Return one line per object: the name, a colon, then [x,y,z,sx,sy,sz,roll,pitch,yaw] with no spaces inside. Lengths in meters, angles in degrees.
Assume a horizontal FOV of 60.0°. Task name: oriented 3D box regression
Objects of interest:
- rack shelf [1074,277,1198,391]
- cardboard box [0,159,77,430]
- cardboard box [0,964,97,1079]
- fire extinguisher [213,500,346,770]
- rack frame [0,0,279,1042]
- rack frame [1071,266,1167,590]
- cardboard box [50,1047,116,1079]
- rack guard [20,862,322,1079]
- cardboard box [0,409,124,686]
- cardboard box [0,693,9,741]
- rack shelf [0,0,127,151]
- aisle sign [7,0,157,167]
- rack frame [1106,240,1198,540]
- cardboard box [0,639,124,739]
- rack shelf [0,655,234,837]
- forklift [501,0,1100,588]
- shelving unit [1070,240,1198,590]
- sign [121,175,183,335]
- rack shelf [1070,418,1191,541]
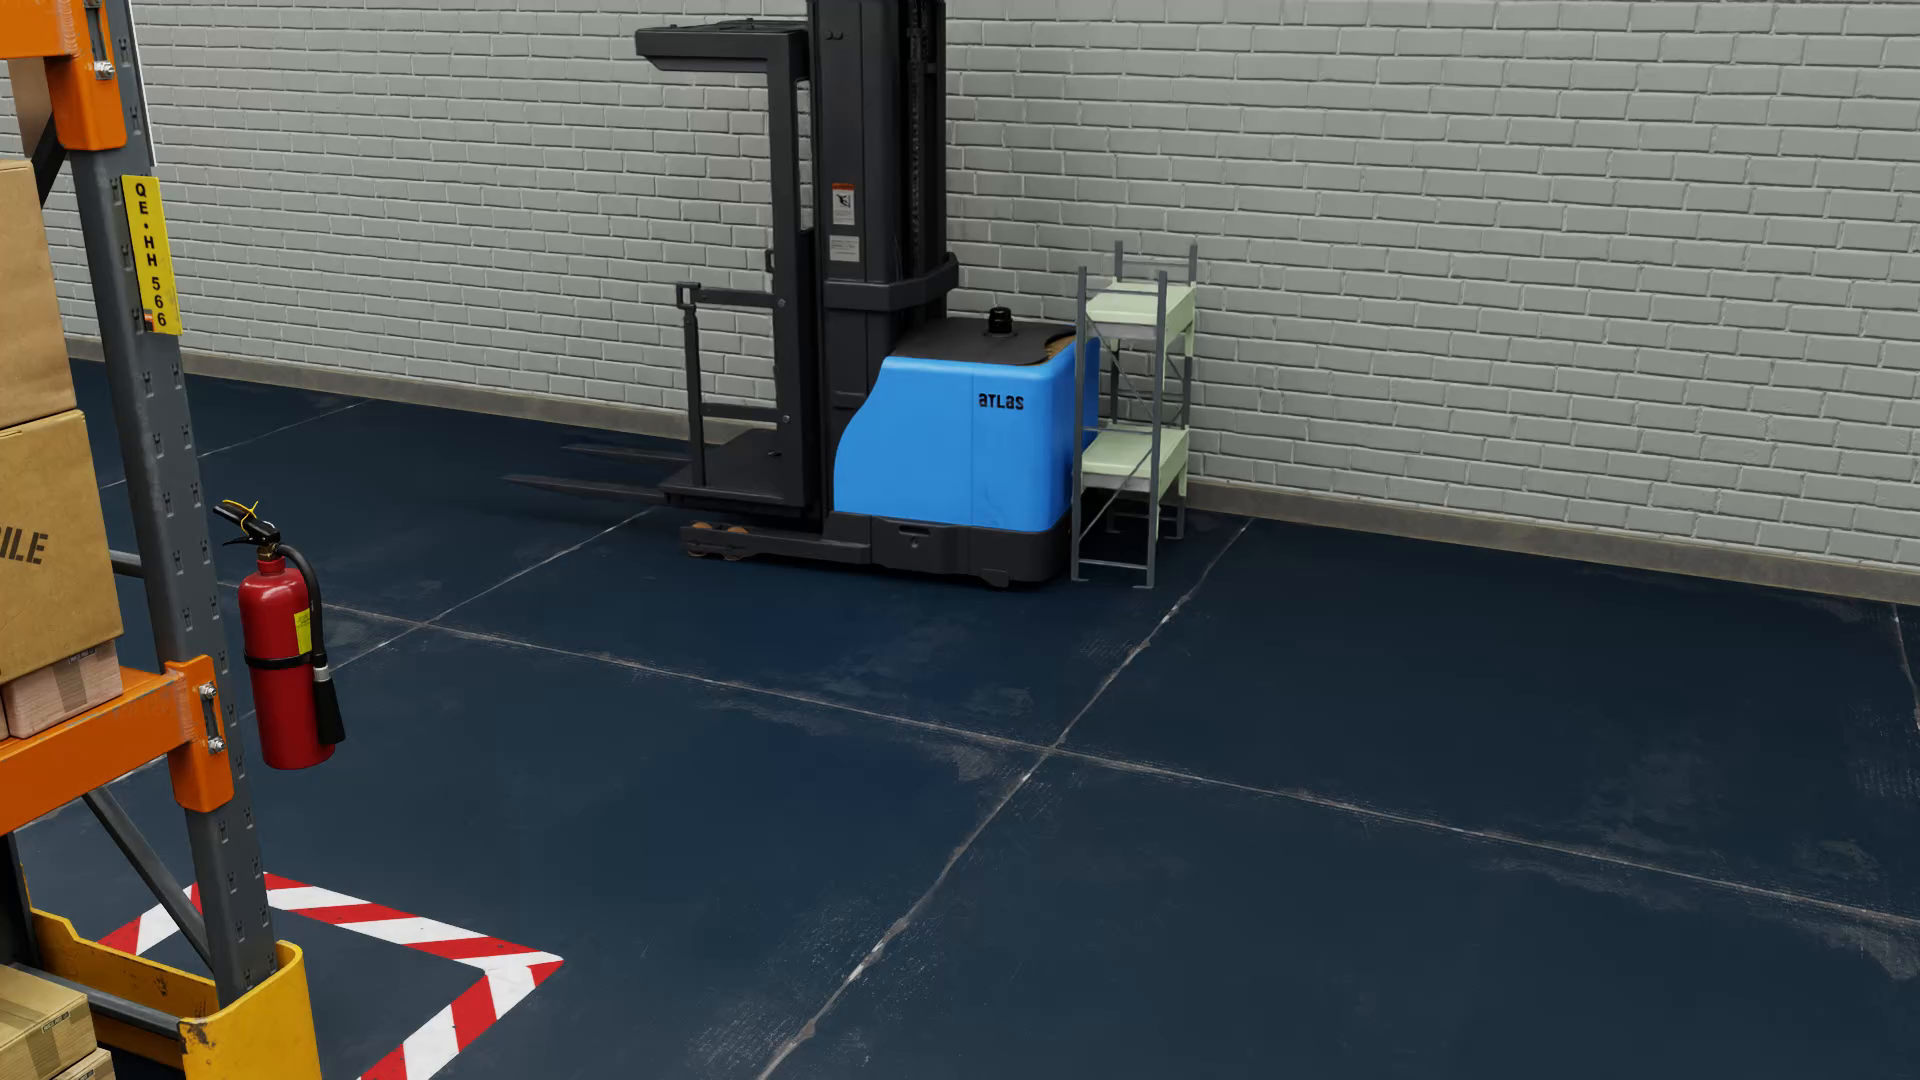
rack shelf: [0.834,-0.980,7.821,0.431,0.370,0.720,6,21,17]
cardboard box: [-2.133,-0.461,3.203,0.500,0.500,0.500,8,21,22]
cardboard box: [-2.158,1.085,3.682,0.380,0.149,0.250,9,21,23]
fire extinguisher: [-1.649,0.222,4.041,0.296,0.674,0.183,9,21,23]
rack frame: [-2.173,0.023,3.927,1.000,3.000,0.127,9,21,23]
rack frame: [0.720,-0.495,7.624,0.400,1.500,0.023,6,21,17]
cardboard box: [-2.129,1.229,3.720,0.380,0.149,0.250,8,21,21]
rack guard: [-2.204,1.224,4.280,1.175,0.500,0.348,9,21,23]
cardboard box: [-2.122,0.009,3.375,0.500,0.500,0.500,9,21,24]
cardboard box: [-2.185,0.351,3.380,0.380,0.149,0.250,9,21,23]
rack shelf: [-2.992,-0.440,1.826,1.077,0.370,4.000,9,21,23]
aisle sign: [-1.869,-1.183,3.438,0.394,0.787,0.004,9,21,23]
rack frame: [0.947,-0.729,8.279,0.400,1.500,0.023,6,21,17]
cardboard box: [-2.048,0.280,3.580,0.380,0.149,0.250,9,21,23]
rack shelf: [-2.992,0.974,2.328,1.077,0.370,4.000,9,21,23]
forklift: [-0.866,-1.437,8.134,3.031,2.935,1.130,6,21,18]
shelving unit: [0.834,-0.612,7.952,0.431,1.500,0.755,6,21,17]
sign: [-1.675,-0.589,3.448,0.100,0.325,0.005,9,21,23]
rack shelf: [0.834,-0.305,8.061,0.431,0.370,0.720,6,21,17]
